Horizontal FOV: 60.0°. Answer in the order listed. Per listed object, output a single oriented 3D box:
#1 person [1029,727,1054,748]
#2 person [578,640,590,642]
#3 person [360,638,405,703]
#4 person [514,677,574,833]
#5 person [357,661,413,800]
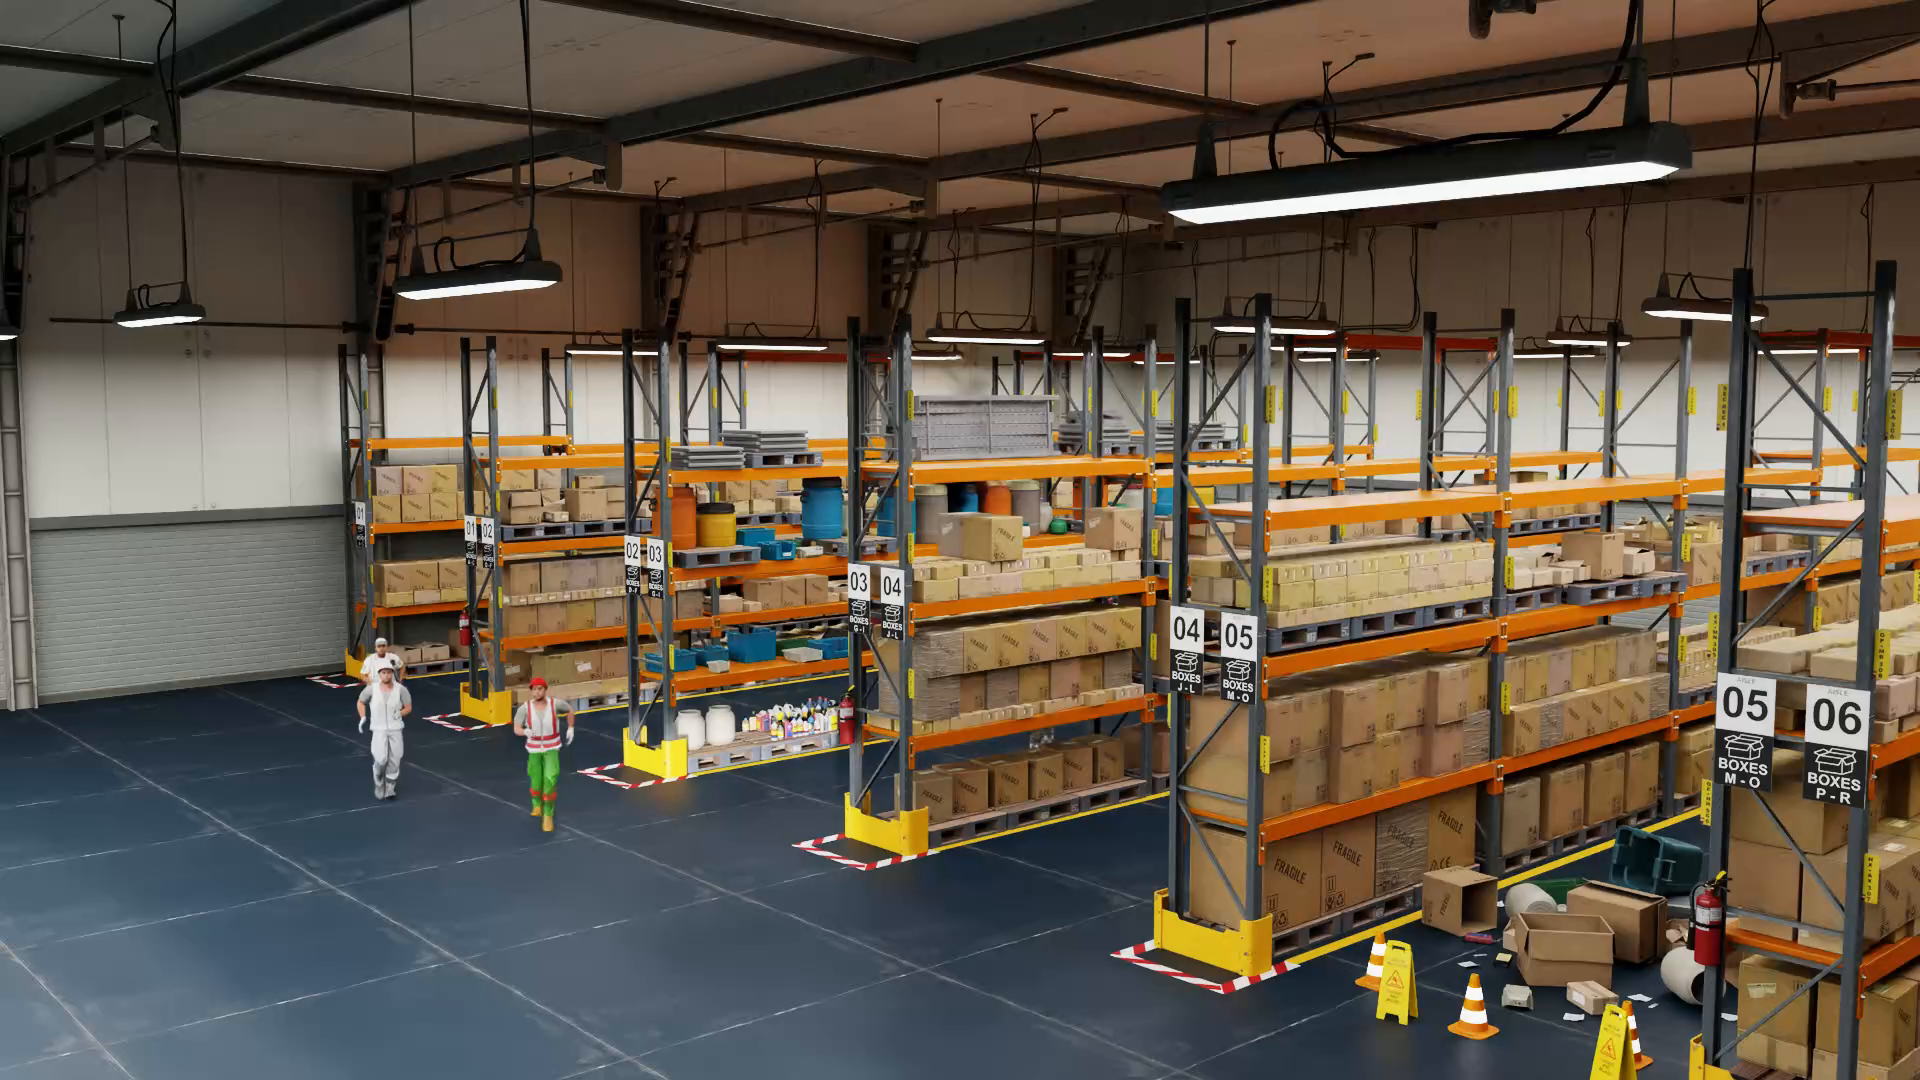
[{"bbox_3d":[1.116,2.222,23.902,0.509,1.638,0.702,5,7,42],"label":"person"},{"bbox_3d":[-6.639,1.638,29.649,0.737,1.775,0.836,4,7,39],"label":"person"},{"bbox_3d":[-8.243,2.233,23.748,0.599,1.698,0.695,-1,5,-15],"label":"person"},{"bbox_3d":[-4.927,2.512,19.709,0.672,1.823,0.915,-1,5,-8],"label":"person"},{"bbox_3d":[-7.205,2.400,20.894,0.645,1.748,0.659,-2,6,-24],"label":"person"}]
